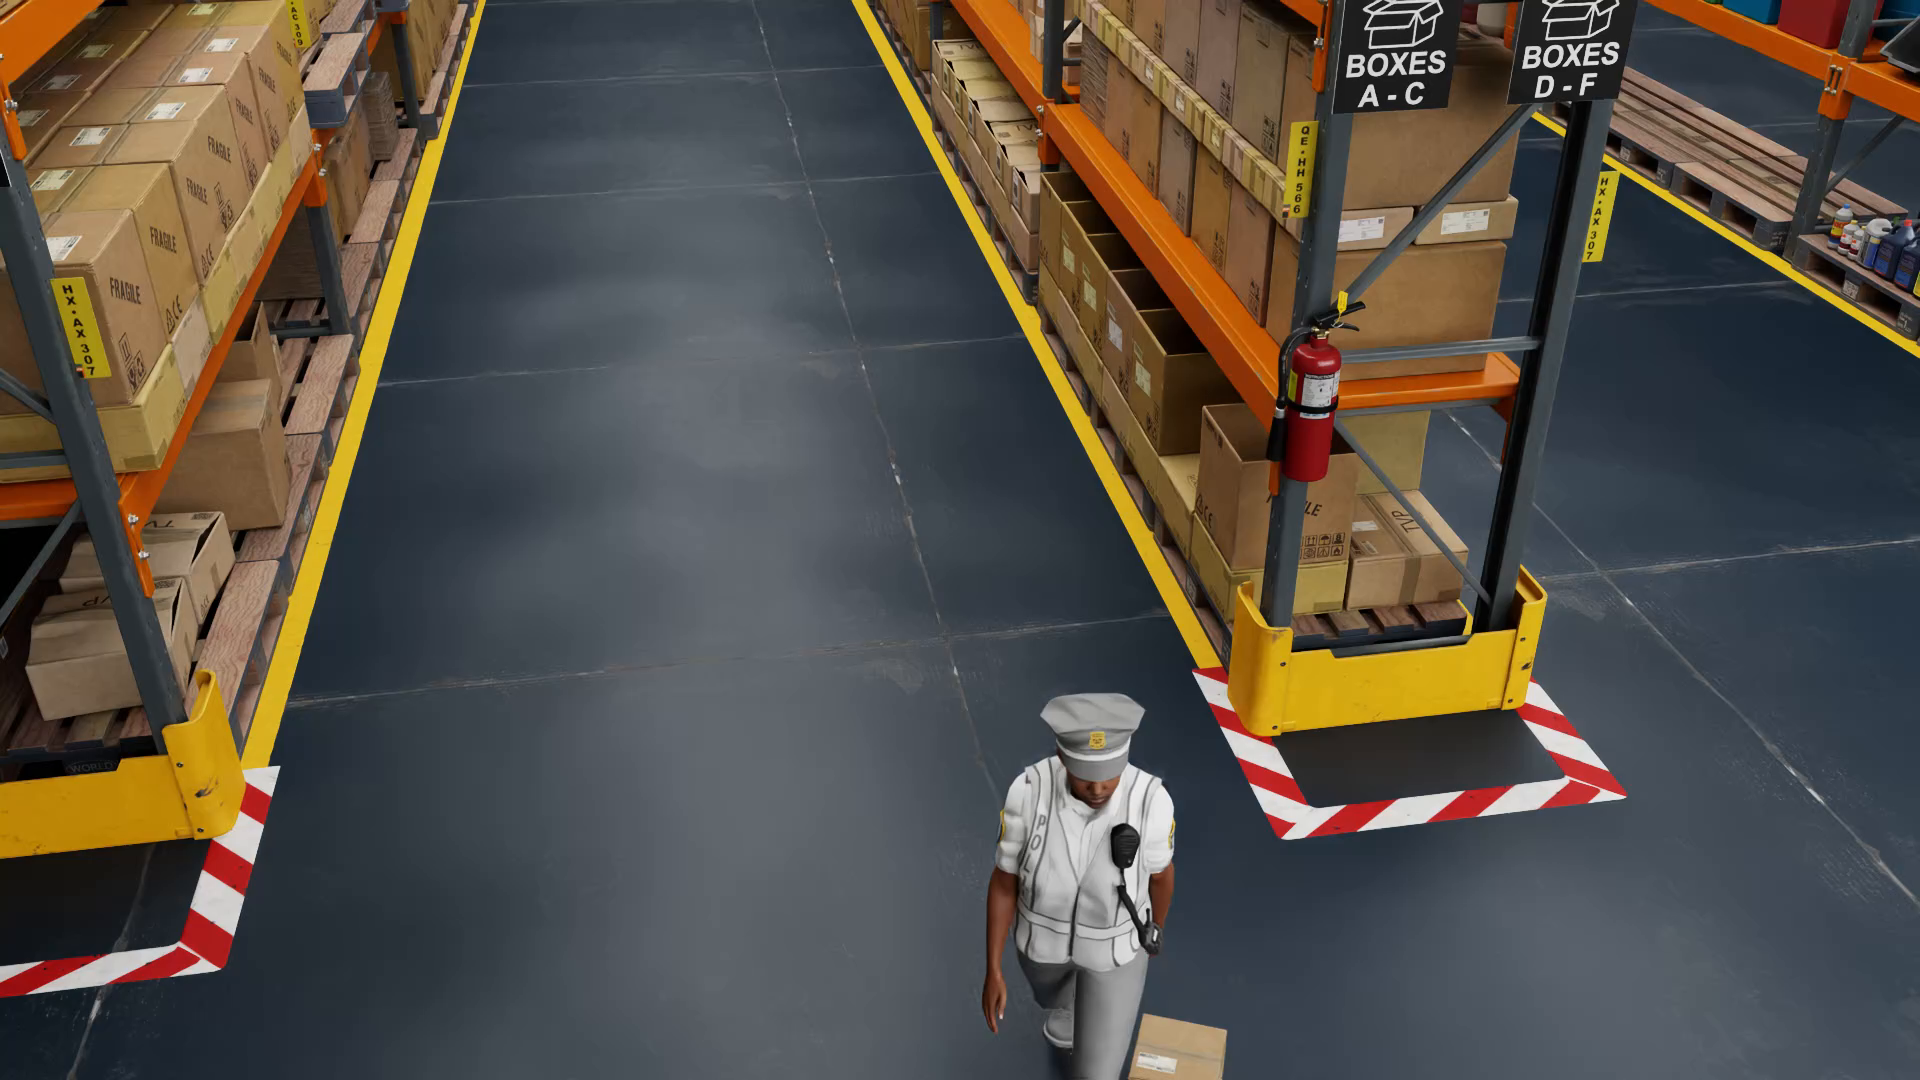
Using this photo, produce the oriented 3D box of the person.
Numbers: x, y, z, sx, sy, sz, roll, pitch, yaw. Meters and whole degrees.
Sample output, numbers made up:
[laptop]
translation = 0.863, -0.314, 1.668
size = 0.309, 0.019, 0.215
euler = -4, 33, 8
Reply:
[person]
translation = 0.319, 1.033, 4.390
size = 0.454, 1.609, 1.068
euler = 8, 32, 14
